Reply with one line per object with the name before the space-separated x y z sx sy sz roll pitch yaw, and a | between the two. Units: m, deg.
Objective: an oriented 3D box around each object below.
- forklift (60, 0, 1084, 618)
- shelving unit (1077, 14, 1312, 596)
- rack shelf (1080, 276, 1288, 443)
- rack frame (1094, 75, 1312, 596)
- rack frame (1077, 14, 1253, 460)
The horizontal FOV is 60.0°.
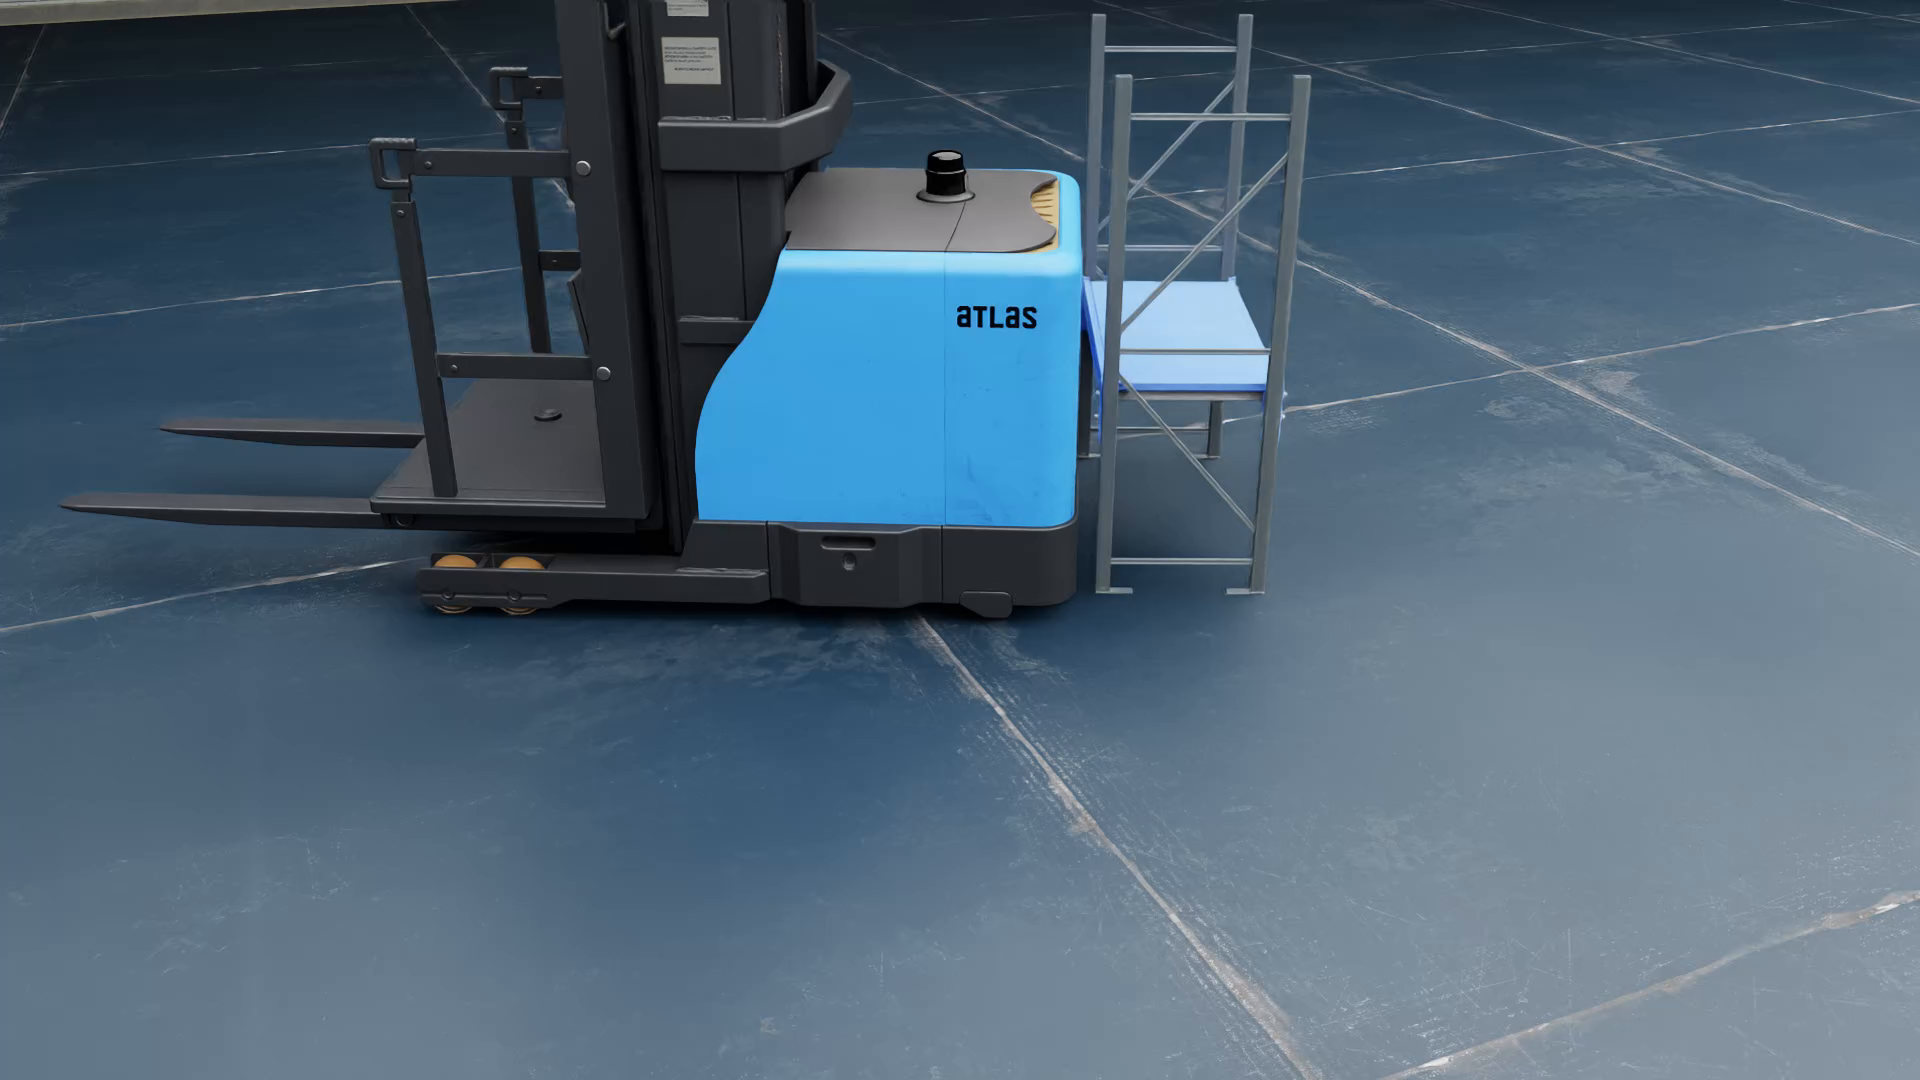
forklift | -1.156 -1.329 4.632 3.031 2.935 1.130 1 26 3
shelving unit | 0.656 -0.741 5.057 0.538 1.500 1.048 0 26 1
rack shelf | 0.655 -0.579 5.136 0.538 0.185 1.000 0 26 1
rack frame | 0.650 -0.518 4.600 0.500 1.500 0.032 0 26 1
rack frame | 0.661 -0.964 5.514 0.500 1.500 0.032 0 26 1
